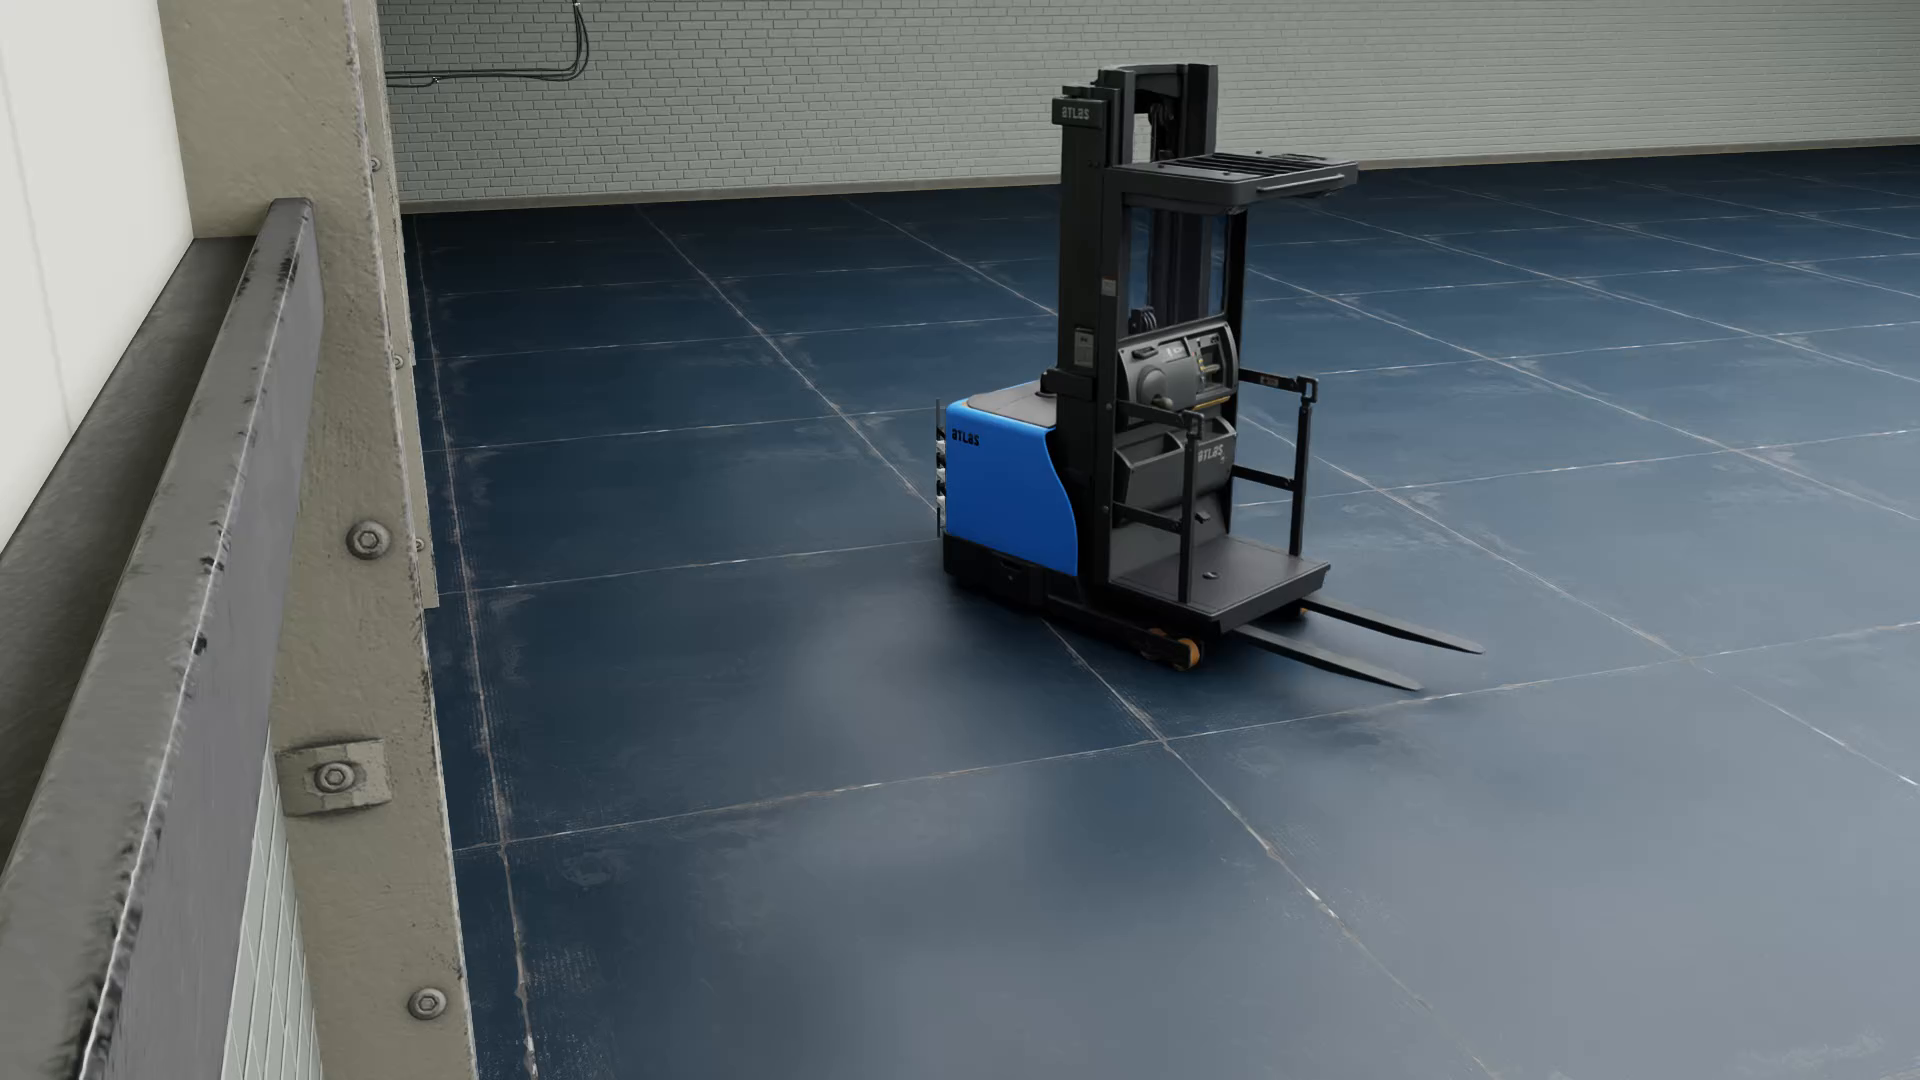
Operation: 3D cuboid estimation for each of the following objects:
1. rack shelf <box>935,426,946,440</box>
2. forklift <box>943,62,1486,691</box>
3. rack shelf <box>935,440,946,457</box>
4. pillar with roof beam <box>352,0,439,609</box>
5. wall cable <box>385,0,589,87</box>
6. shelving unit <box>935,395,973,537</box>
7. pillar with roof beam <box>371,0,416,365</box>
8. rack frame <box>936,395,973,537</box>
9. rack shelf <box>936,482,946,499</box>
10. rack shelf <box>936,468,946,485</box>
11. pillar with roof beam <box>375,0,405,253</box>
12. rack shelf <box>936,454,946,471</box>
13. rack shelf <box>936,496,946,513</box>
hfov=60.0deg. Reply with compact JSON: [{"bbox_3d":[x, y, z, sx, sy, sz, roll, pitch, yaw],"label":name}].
[{"bbox_3d":[0.003,-0.644,10.177,0.258,0.077,0.200,-6,21,-17],"label":"rack shelf"},{"bbox_3d":[1.302,-0.905,8.600,3.031,2.935,1.130,19,27,42],"label":"forklift"},{"bbox_3d":[0.003,-0.559,10.208,0.258,0.077,0.200,-6,21,-17],"label":"rack shelf"},{"bbox_3d":[0.944,-4.363,9.251,9.100,9.000,0.400,-6,21,-17],"label":"pillar with roof beam"},{"bbox_3d":[-6.585,-7.381,22.247,3.097,2.526,0.112,-6,21,-17],"label":"wall cable"},{"bbox_3d":[0.003,-0.421,10.257,0.258,0.900,0.210,-6,21,-17],"label":"shelving unit"},{"bbox_3d":[-0.942,-6.288,14.612,9.100,9.000,0.400,-6,21,-17],"label":"pillar with roof beam"},{"bbox_3d":[-0.029,-0.454,10.348,0.240,0.900,0.006,-6,21,-17],"label":"rack frame"},{"bbox_3d":[0.003,-0.305,10.299,0.258,0.077,0.200,-6,21,-17],"label":"rack shelf"},{"bbox_3d":[0.003,-0.390,10.268,0.258,0.077,0.200,-6,21,-17],"label":"rack shelf"},{"bbox_3d":[-2.828,-8.214,19.972,9.100,9.000,0.400,-6,21,-17],"label":"pillar with roof beam"},{"bbox_3d":[0.003,-0.474,10.238,0.258,0.077,0.200,-6,21,-17],"label":"rack shelf"},{"bbox_3d":[0.003,-0.220,10.329,0.258,0.077,0.200,-6,21,-17],"label":"rack shelf"}]
